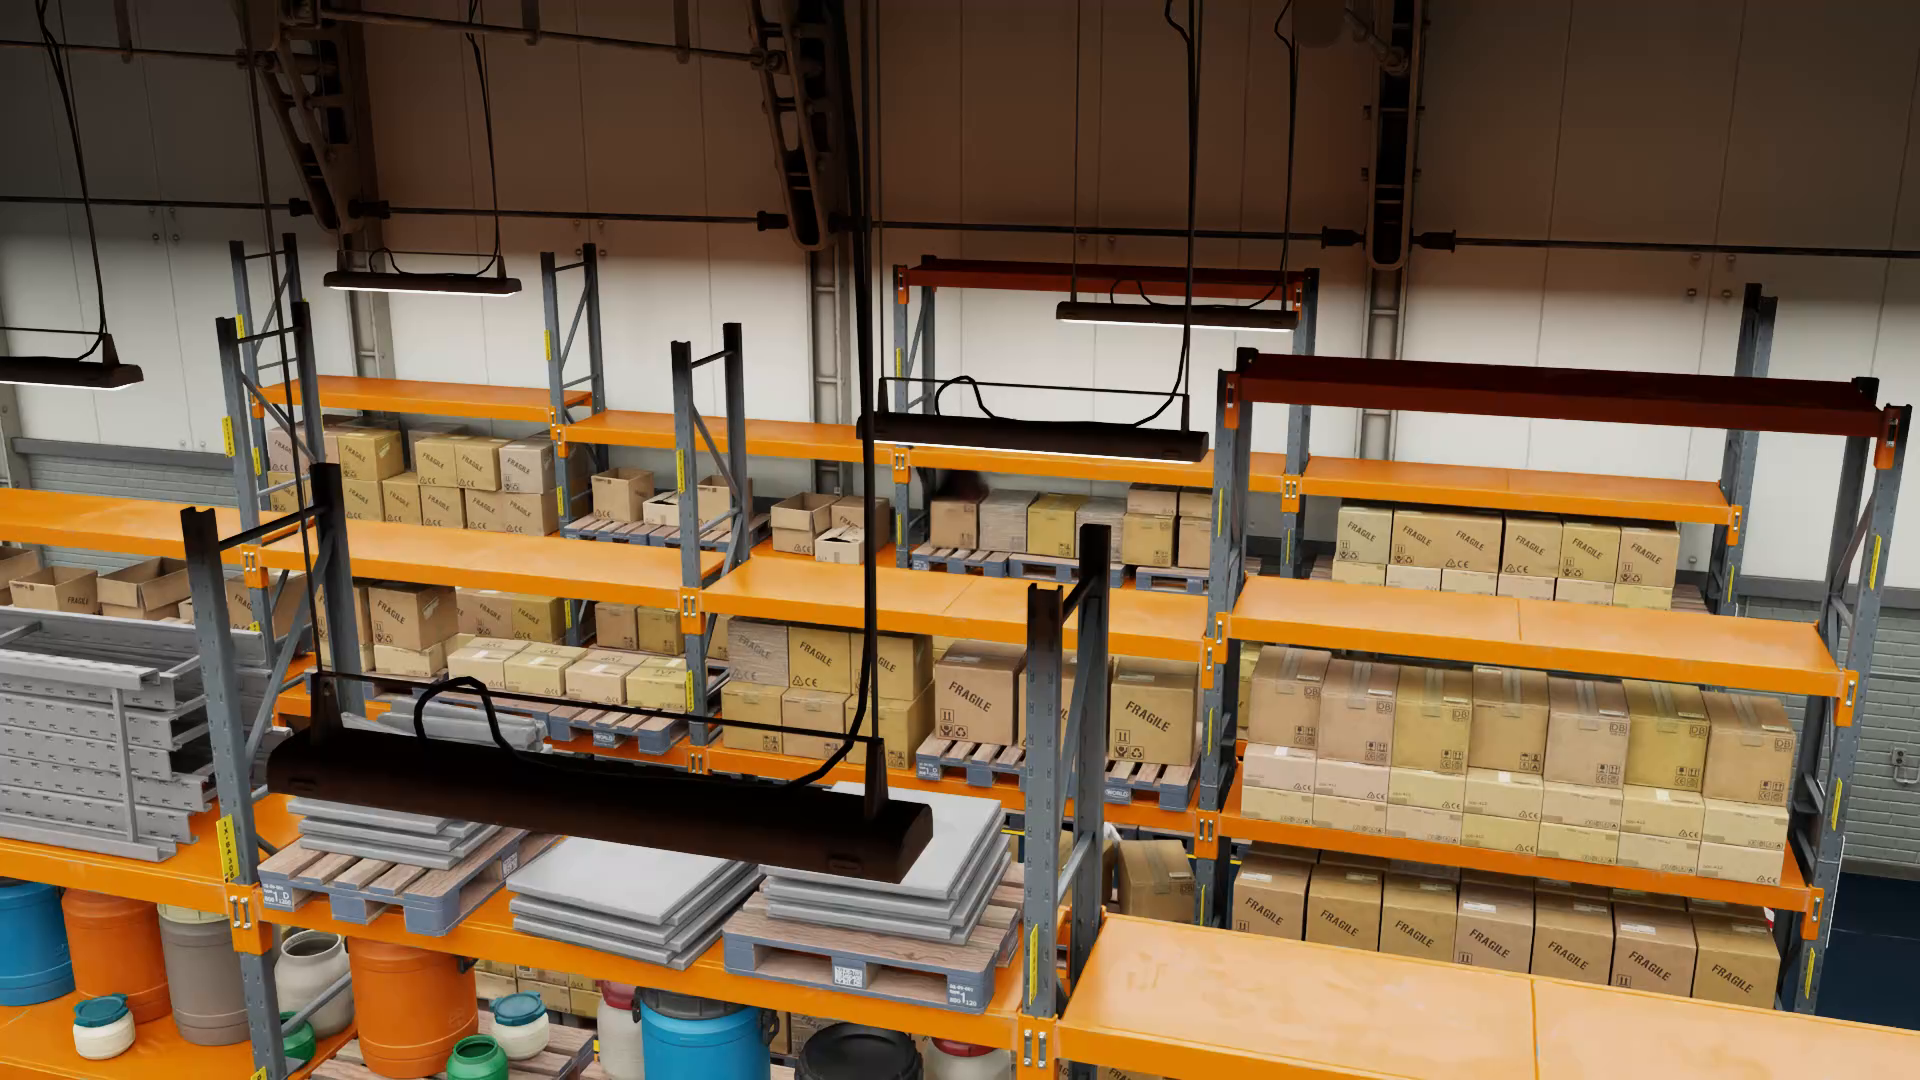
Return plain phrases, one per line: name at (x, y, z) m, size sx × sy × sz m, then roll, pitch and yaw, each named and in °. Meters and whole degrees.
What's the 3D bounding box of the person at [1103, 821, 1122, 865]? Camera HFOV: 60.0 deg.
person at (1.205, 3.123, 14.993) m, size 0.735 × 1.731 × 0.522 m, roll 7°, pitch 17°, yaw 22°
